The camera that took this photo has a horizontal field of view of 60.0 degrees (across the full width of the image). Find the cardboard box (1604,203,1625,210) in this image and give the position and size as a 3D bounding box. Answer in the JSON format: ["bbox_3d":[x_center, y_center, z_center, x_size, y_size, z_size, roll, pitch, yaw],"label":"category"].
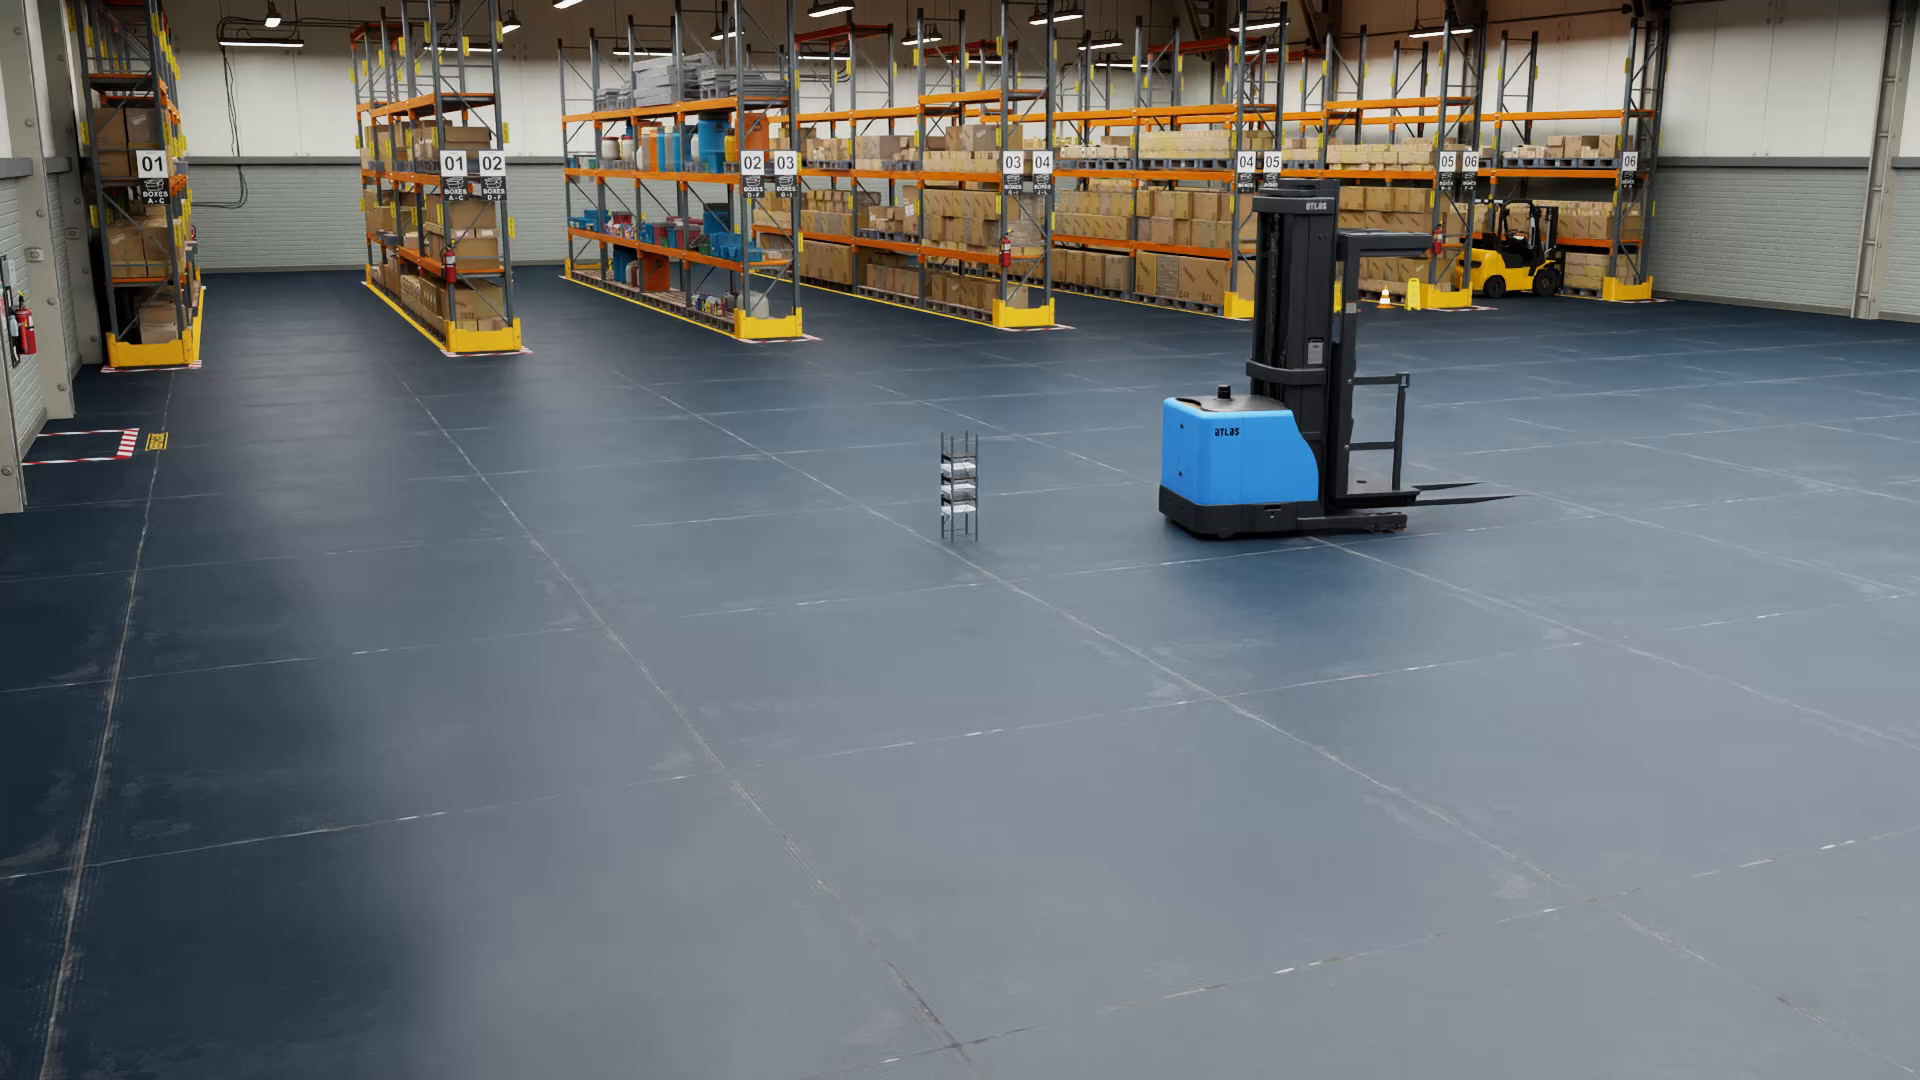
[{"bbox_3d":[14.517,-7.404,36.889,0.380,0.149,0.250,-6,14,-23],"label":"cardboard box"}]

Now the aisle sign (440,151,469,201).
[{"bbox_3d":[-8.095,-5.828,26.632,0.394,0.787,0.004,-6,14,-23],"label":"aisle sign"}]

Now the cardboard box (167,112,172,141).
[{"bbox_3d":[-13.094,-6.688,26.979,0.500,0.500,0.500,-6,14,-25],"label":"cardboard box"}]

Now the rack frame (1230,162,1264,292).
[{"bbox_3d":[5.812,-5.922,32.807,1.000,3.000,0.127,-6,14,-23],"label":"rack frame"}]

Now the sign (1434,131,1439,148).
[{"bbox_3d":[9.790,-8.237,34.192,0.100,0.325,0.005,-6,14,-23],"label":"sign"}]

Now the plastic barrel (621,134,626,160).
[{"bbox_3d":[-7.567,-9.115,38.598,0.600,0.588,0.600,0,13,0],"label":"plastic barrel"}]

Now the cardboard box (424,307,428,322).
[{"bbox_3d":[-9.351,-4.066,29.951,0.500,0.250,0.500,-6,14,-23],"label":"cardboard box"}]

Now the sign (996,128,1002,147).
[{"bbox_3d":[0.710,-7.342,30.324,0.100,0.325,0.005,-6,14,-23],"label":"sign"}]

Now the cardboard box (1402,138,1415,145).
[{"bbox_3d":[11.716,-10.084,42.760,0.500,0.500,0.500,-5,14,-22],"label":"cardboard box"}]

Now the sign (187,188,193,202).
[{"bbox_3d":[-18.296,-8.184,39.487,0.100,0.325,0.005,-6,14,-23],"label":"sign"}]

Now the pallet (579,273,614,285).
[{"bbox_3d":[-8.941,-6.569,41.786,1.003,0.211,1.213,-6,14,-23],"label":"pallet"}]

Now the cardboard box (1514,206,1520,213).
[{"bbox_3d":[13.373,-7.836,39.416,0.380,0.149,0.250,-6,14,-23],"label":"cardboard box"}]

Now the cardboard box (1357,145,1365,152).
[{"bbox_3d":[8.986,-8.640,36.684,0.380,0.149,0.250,-6,14,-25],"label":"cardboard box"}]

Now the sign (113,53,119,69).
[{"bbox_3d":[-17.714,-10.042,34.880,0.100,0.325,0.005,-6,14,-23],"label":"sign"}]

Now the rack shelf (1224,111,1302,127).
[{"bbox_3d":[9.245,-12.303,48.671,1.077,0.370,4.000,-6,14,-23],"label":"rack shelf"}]

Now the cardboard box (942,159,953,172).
[{"bbox_3d":[-0.024,-7.381,32.791,0.500,0.250,0.500,-6,14,-25],"label":"cardboard box"}]

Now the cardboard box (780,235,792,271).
[{"bbox_3d":[-4.132,-7.473,43.289,0.875,0.875,0.875,-6,14,-23],"label":"cardboard box"}]

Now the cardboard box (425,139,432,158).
[{"bbox_3d":[-8.777,-6.621,28.128,0.500,0.311,0.500,-4,14,-16],"label":"cardboard box"}]

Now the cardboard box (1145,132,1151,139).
[{"bbox_3d":[4.147,-8.571,35.234,0.380,0.149,0.250,-6,14,-23],"label":"cardboard box"}]

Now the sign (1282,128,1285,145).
[{"bbox_3d":[6.323,-7.897,32.572,0.100,0.325,0.005,-6,14,-23],"label":"sign"}]

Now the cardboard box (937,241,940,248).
[{"bbox_3d":[-0.243,-5.975,33.591,0.380,0.149,0.250,-6,14,-23],"label":"cardboard box"}]

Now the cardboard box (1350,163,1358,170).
[{"bbox_3d":[8.923,-8.314,37.043,0.380,0.149,0.250,-5,14,-21],"label":"cardboard box"}]

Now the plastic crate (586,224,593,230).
[{"bbox_3d":[-9.092,-7.761,41.200,0.293,0.136,0.466,-6,14,-23],"label":"plastic crate"}]

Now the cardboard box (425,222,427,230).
[{"bbox_3d":[-9.524,-5.719,30.269,0.380,0.149,0.250,-6,14,-23],"label":"cardboard box"}]

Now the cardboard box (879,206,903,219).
[{"bbox_3d":[-1.410,-7.187,37.118,0.700,0.500,0.500,-3,13,-15],"label":"cardboard box"}]

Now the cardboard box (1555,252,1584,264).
[{"bbox_3d":[13.962,-6.467,38.108,0.500,0.250,0.500,-5,14,-22],"label":"cardboard box"}]

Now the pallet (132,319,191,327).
[{"bbox_3d":[-14.305,-3.782,29.741,1.003,0.211,1.213,-6,14,-23],"label":"pallet"}]

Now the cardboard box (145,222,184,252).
[{"bbox_3d":[-12.913,-4.897,27.000,0.500,0.500,0.500,-5,14,-21],"label":"cardboard box"}]

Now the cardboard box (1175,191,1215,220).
[{"bbox_3d":[4.962,-6.933,34.444,0.875,0.550,0.500,-6,14,-23],"label":"cardboard box"}]

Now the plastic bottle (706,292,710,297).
[{"bbox_3d":[-4.839,-4.607,32.022,0.144,0.351,0.185,-6,14,-23],"label":"plastic bottle"}]

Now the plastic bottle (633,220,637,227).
[{"bbox_3d":[-7.583,-7.330,38.997,0.144,0.351,0.185,-6,14,-23],"label":"plastic bottle"}]

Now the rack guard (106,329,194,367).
[{"bbox_3d":[-12.420,-2.951,25.511,1.175,0.500,0.348,-6,14,-23],"label":"rack guard"}]

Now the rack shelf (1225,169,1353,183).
[{"bbox_3d":[7.903,-8.741,39.927,1.077,0.370,4.000,-6,14,-23],"label":"rack shelf"}]

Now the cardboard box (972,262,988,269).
[{"bbox_3d":[0.535,-7.268,44.010,0.380,0.149,0.250,-5,14,-22],"label":"cardboard box"}]

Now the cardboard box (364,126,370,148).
[{"bbox_3d":[-13.918,-9.689,39.987,0.700,0.500,0.500,-6,14,-23],"label":"cardboard box"}]

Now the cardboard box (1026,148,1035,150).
[{"bbox_3d":[1.933,-9.282,40.450,0.500,0.500,0.500,-6,14,-23],"label":"cardboard box"}]

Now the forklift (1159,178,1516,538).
[{"bbox_3d":[3.325,-1.594,14.258,3.031,2.935,1.130,-3,13,-13],"label":"forklift"}]

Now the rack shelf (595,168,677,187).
[{"bbox_3d":[-7.317,-8.225,37.698,1.077,0.370,4.000,-6,14,-23],"label":"rack shelf"}]

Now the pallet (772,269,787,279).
[{"bbox_3d":[-4.306,-7.033,43.787,1.003,0.211,1.213,-6,14,-23],"label":"pallet"}]

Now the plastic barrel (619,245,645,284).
[{"bbox_3d":[-7.633,-6.449,38.805,0.600,0.901,0.708,-6,14,-23],"label":"plastic barrel"}]

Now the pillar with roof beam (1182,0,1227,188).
[{"bbox_3d":[4.245,-13.317,51.454,9.100,9.000,0.548,-6,14,-23],"label":"pillar with roof beam"}]

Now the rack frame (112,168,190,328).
[{"bbox_3d":[-13.992,-4.980,28.732,1.000,3.000,0.127,-6,14,-23],"label":"rack frame"}]

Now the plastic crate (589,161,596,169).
[{"bbox_3d":[-8.565,-8.946,39.686,0.450,0.188,0.662,-6,14,-23],"label":"plastic crate"}]

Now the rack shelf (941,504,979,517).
[{"bbox_3d":[-0.003,-0.232,13.824,0.258,0.077,0.200,-6,14,-23],"label":"rack shelf"}]

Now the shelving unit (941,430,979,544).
[{"bbox_3d":[-0.003,-0.440,13.776,0.258,0.900,0.210,-6,14,-23],"label":"shelving unit"}]

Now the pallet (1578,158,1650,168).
[{"bbox_3d":[14.594,-8.406,37.082,1.003,0.211,1.213,-6,14,-23],"label":"pallet"}]

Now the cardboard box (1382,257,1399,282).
[{"bbox_3d":[9.535,-5.870,36.085,0.500,0.500,0.500,-5,14,-21],"label":"cardboard box"}]

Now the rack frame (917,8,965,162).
[{"bbox_3d":[-0.376,-9.244,33.855,1.000,3.000,0.127,-6,14,-23],"label":"rack frame"}]

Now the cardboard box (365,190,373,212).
[{"bbox_3d":[-14.109,-8.220,40.294,0.500,0.500,0.500,-5,14,-22],"label":"cardboard box"}]

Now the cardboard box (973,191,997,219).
[{"bbox_3d":[0.574,-6.370,31.642,0.500,0.500,0.500,-6,14,-23],"label":"cardboard box"}]

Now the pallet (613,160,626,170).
[{"bbox_3d":[-7.258,-8.509,37.750,1.003,0.211,1.213,-6,14,-23],"label":"pallet"}]

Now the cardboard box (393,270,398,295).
[{"bbox_3d":[-11.853,-5.530,35.677,0.500,0.500,0.500,-6,14,-25],"label":"cardboard box"}]

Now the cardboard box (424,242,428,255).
[{"bbox_3d":[-9.975,-5.527,31.397,0.396,0.266,0.258,-6,14,-24],"label":"cardboard box"}]

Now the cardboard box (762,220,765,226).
[{"bbox_3d":[-5.030,-8.416,44.137,0.380,0.149,0.250,-6,14,-24],"label":"cardboard box"}]

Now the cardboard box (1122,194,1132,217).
[{"bbox_3d":[4.005,-7.387,36.694,0.700,0.500,0.500,-6,14,-24],"label":"cardboard box"}]

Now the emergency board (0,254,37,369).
[{"bbox_3d":[-10.104,-2.466,17.872,0.194,1.169,0.643,-6,14,-23],"label":"emergency board"}]
